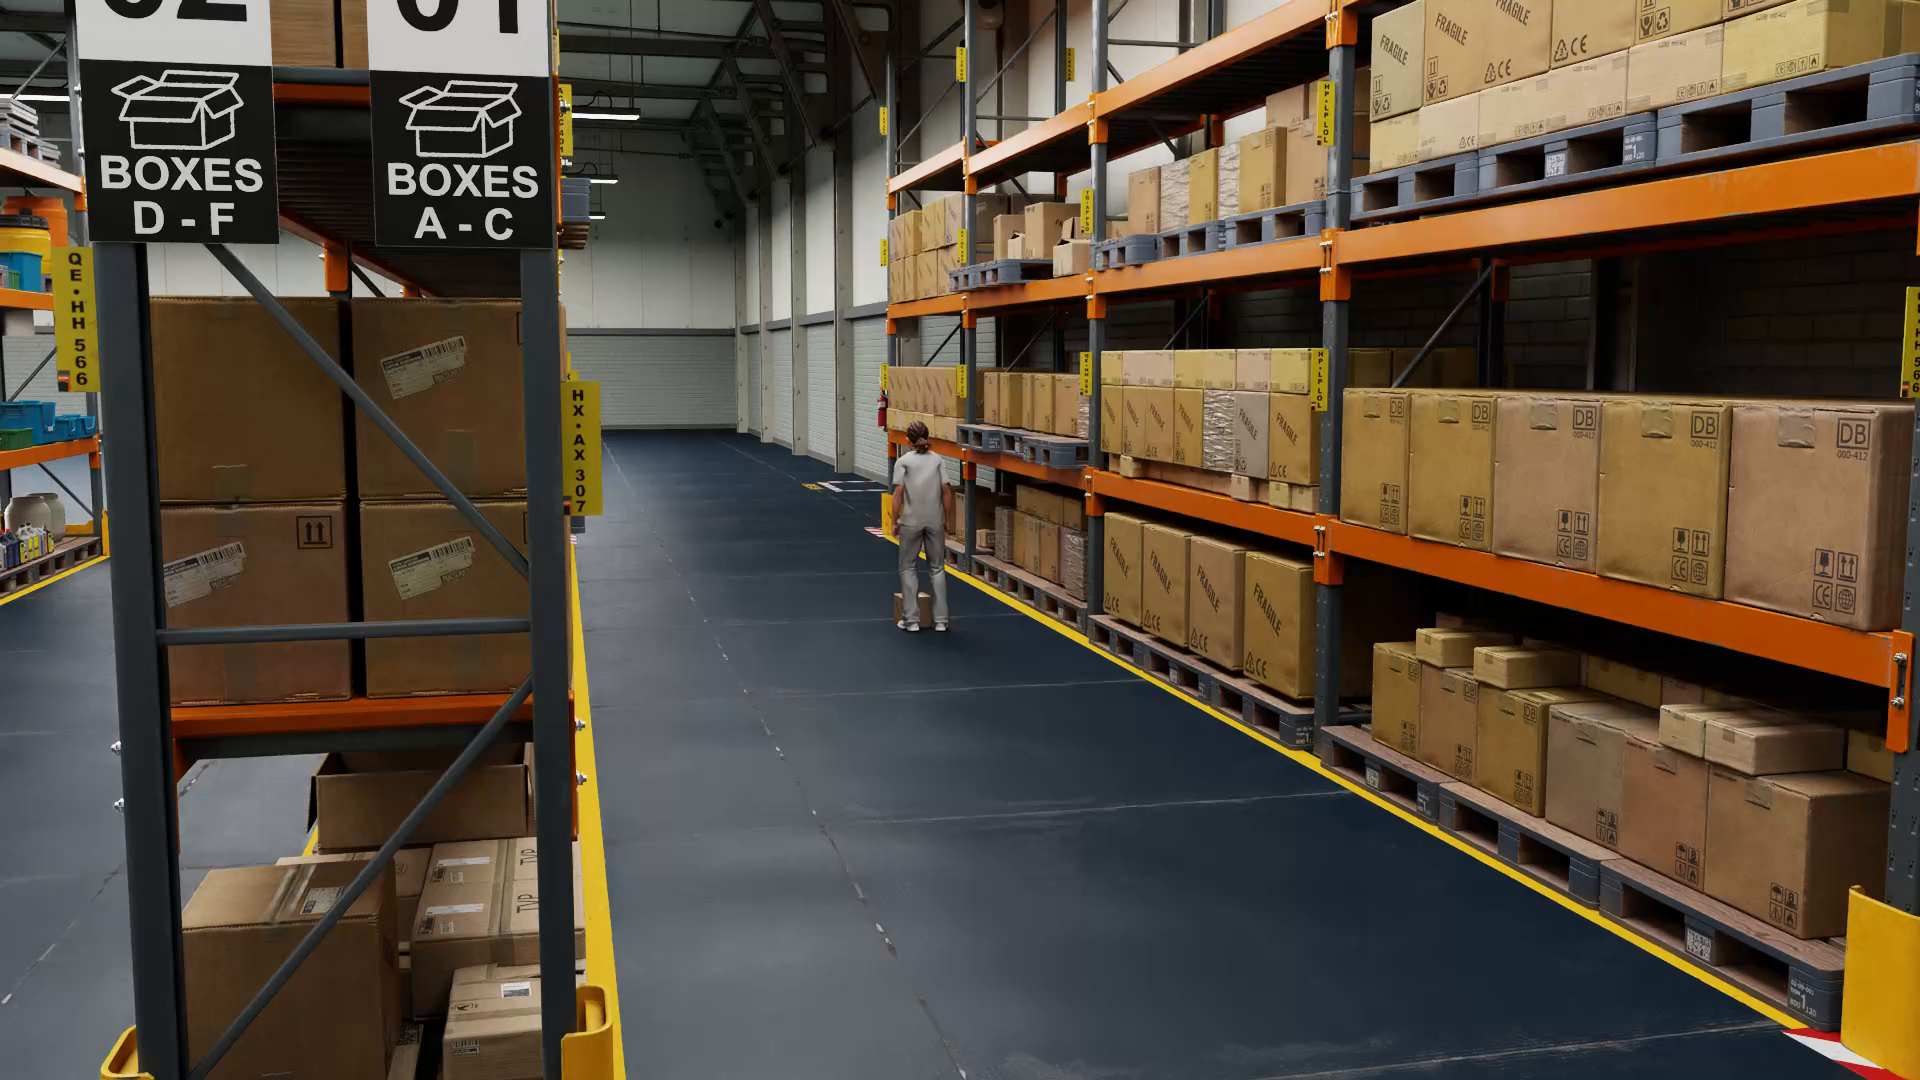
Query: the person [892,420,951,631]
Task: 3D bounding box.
[{"bbox_3d":[-0.315,-0.113,13.190,0.485,1.672,0.412,-2,6,-15],"label":"person"}]
